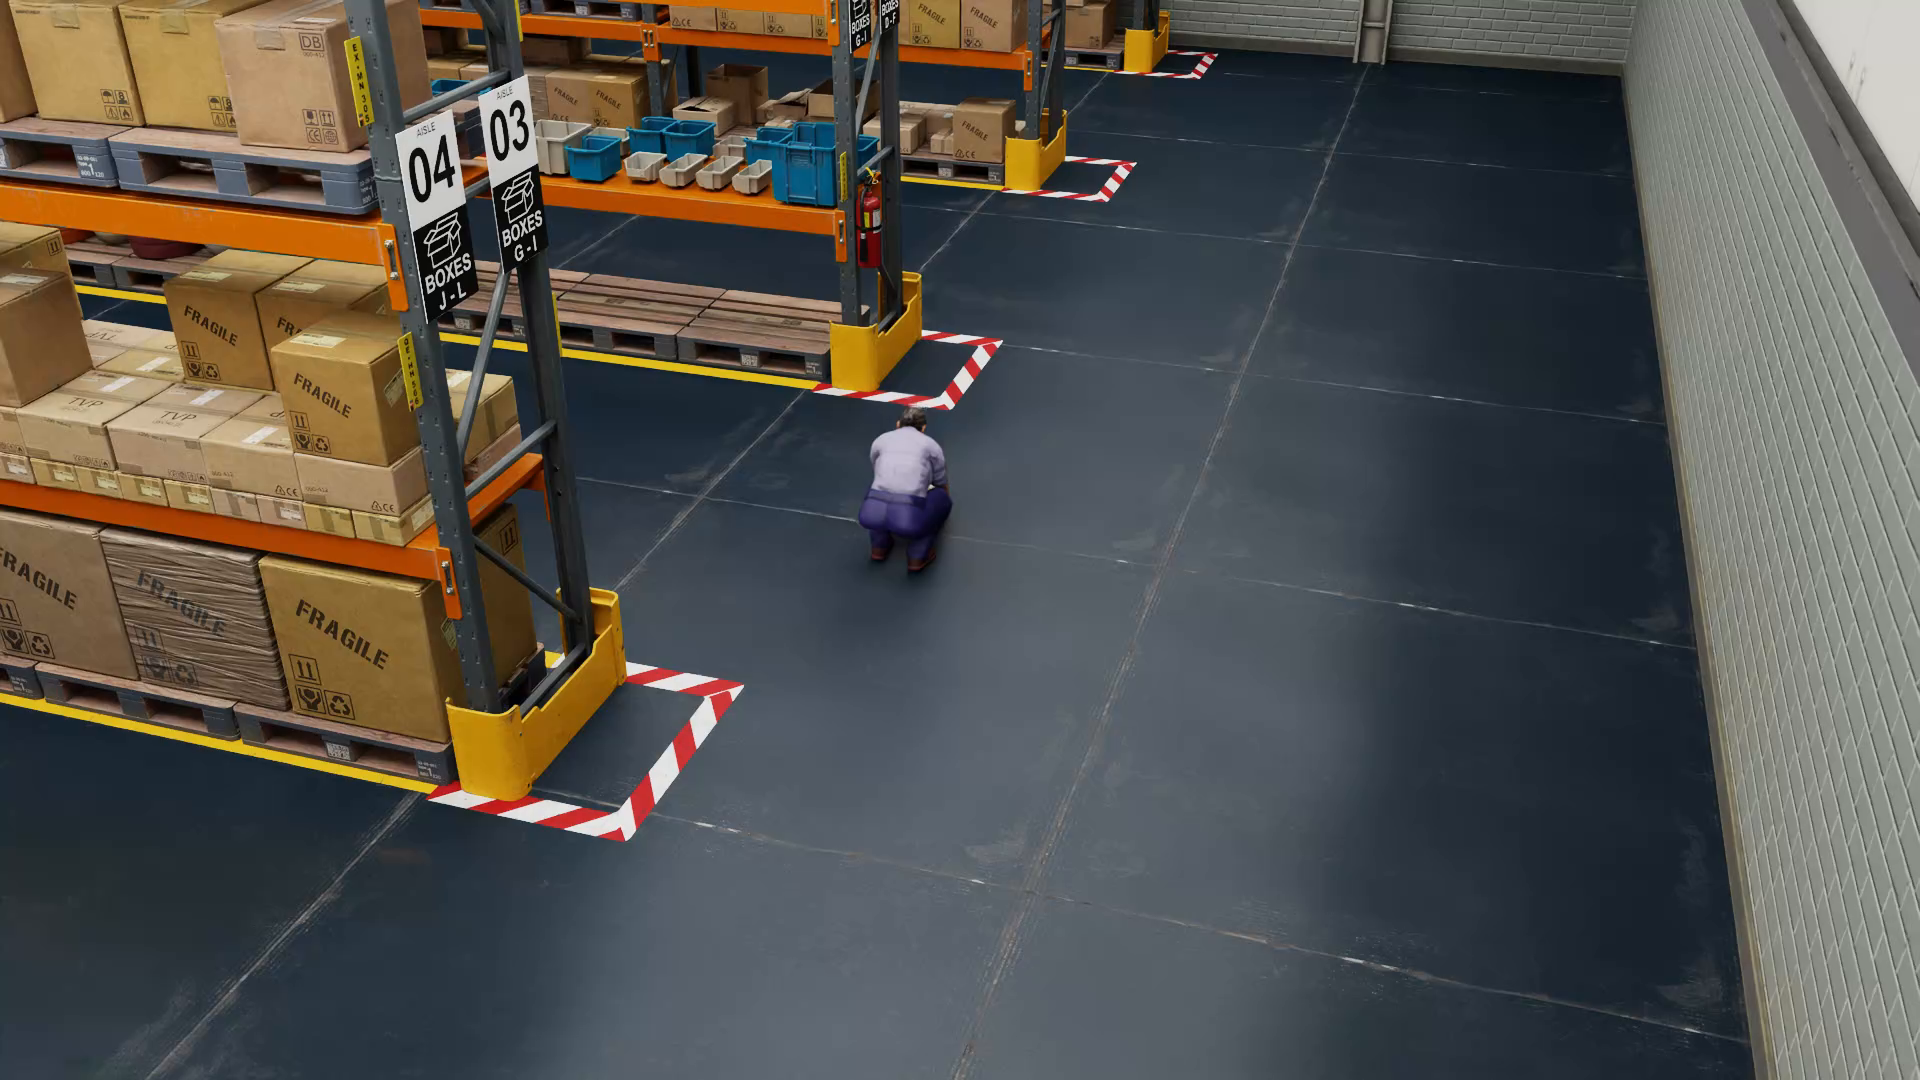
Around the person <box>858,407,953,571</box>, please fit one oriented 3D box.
[{"bbox_3d":[-0.324,-0.279,9.927,0.515,0.788,0.823,9,31,15],"label":"person"}]
